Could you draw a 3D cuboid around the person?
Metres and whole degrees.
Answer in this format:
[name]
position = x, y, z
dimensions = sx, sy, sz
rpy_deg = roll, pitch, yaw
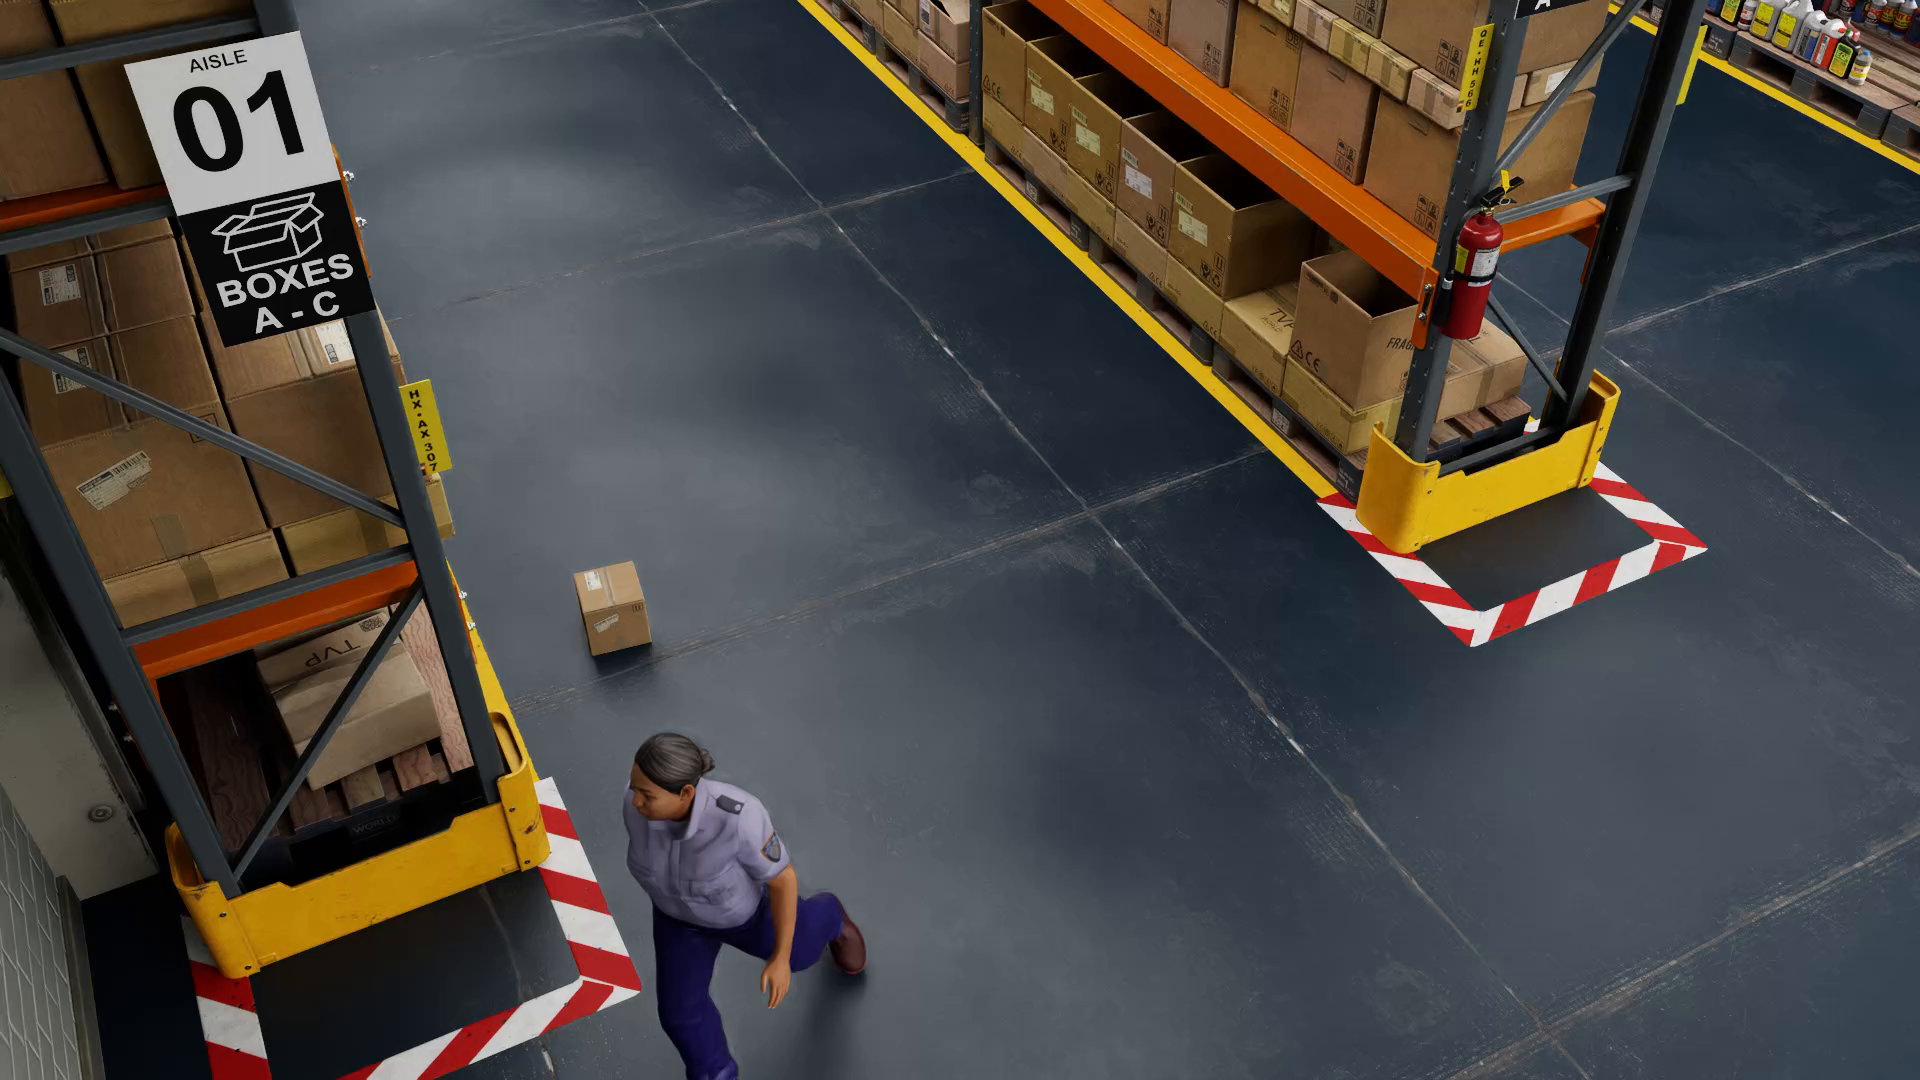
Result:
[person]
position = -0.675, 1.048, 5.000
dimensions = 0.567, 1.601, 0.951
rpy_deg = 10, 43, 11
